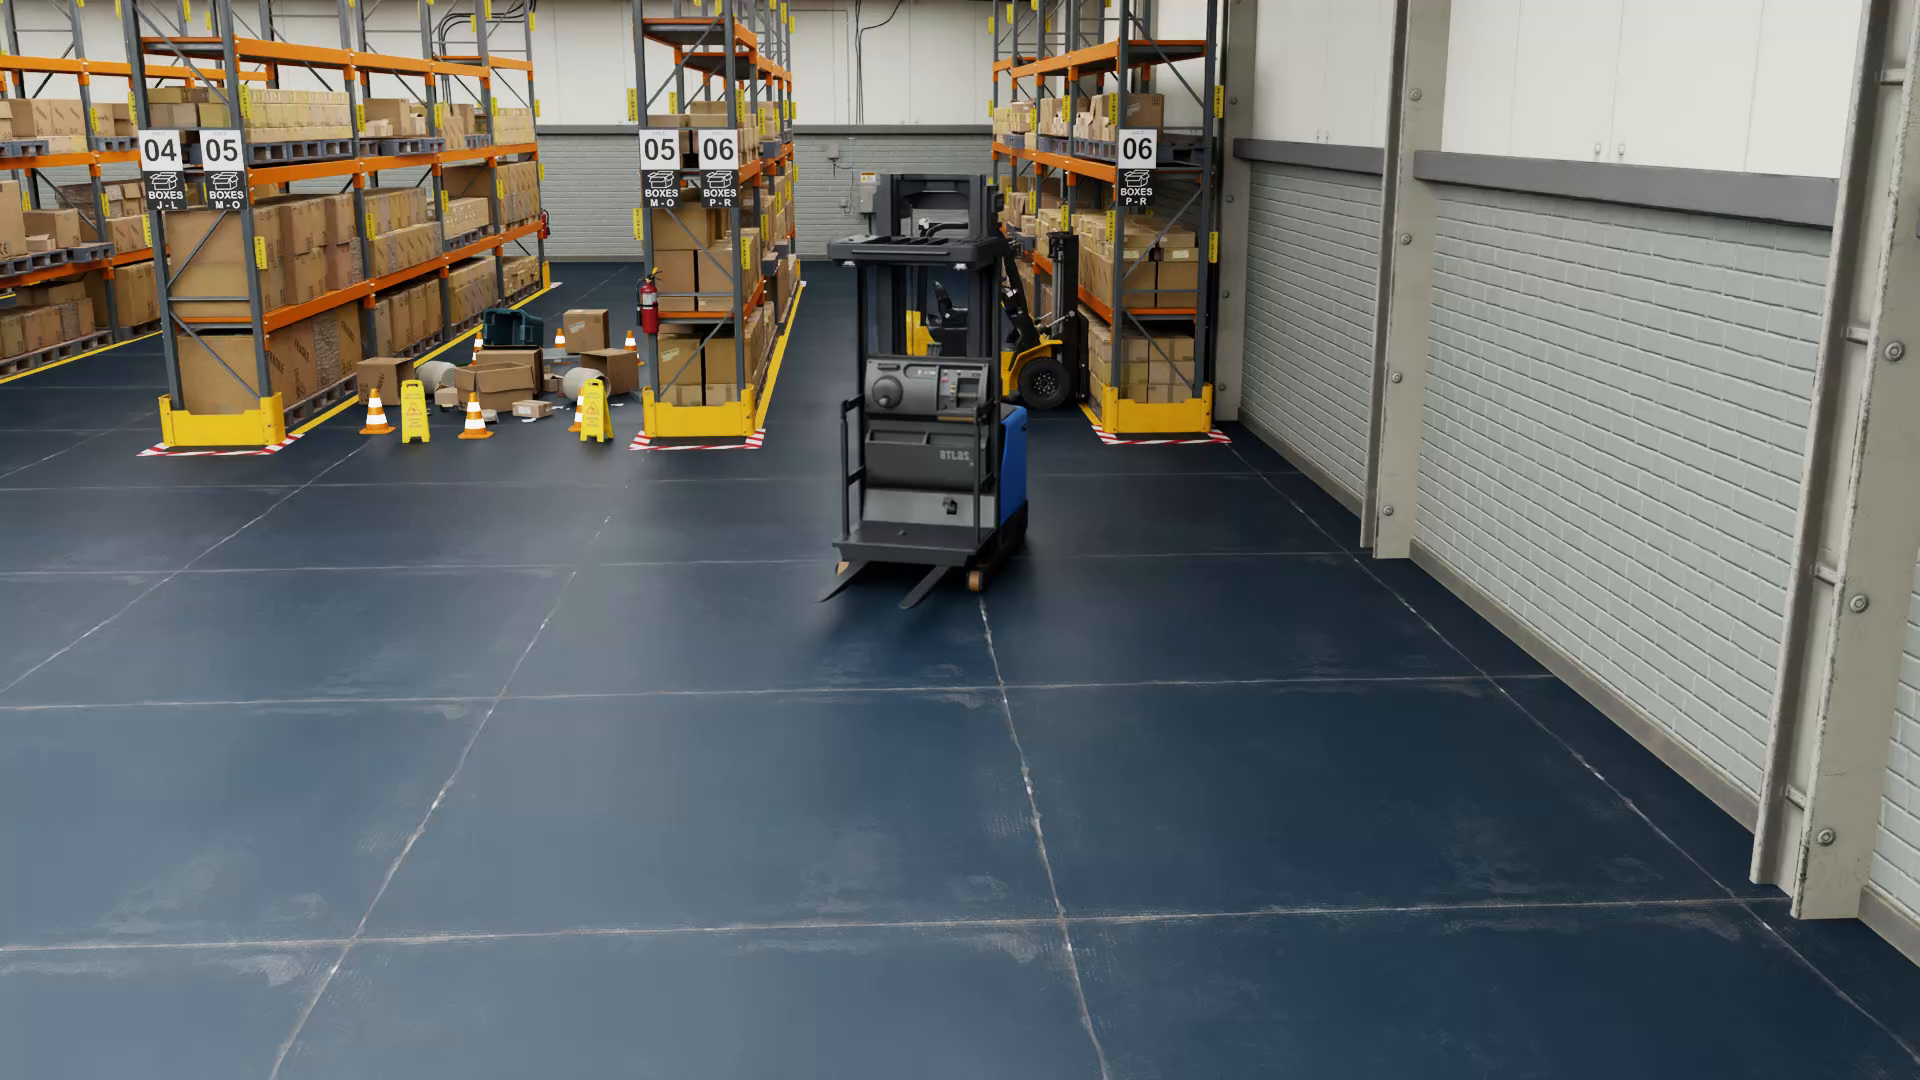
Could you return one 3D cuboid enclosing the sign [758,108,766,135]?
[{"bbox_3d":[-2.512,-5.297,21.036,0.100,0.325,0.005,-1,14,-3],"label":"sign"}]

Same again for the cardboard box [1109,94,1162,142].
[{"bbox_3d":[1.878,-4.525,17.831,0.500,0.500,0.500,0,14,-2],"label":"cardboard box"}]

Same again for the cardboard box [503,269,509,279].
[{"bbox_3d":[-8.256,-4.741,29.616,0.380,0.149,0.250,0,14,-1],"label":"cardboard box"}]

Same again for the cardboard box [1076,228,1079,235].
[{"bbox_3d":[1.675,-3.876,21.068,0.380,0.149,0.250,-1,14,-2],"label":"cardboard box"}]

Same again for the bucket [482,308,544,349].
[{"bbox_3d":[-5.678,-2.634,21.265,0.726,0.611,0.620,4,5,16],"label":"bucket"}]

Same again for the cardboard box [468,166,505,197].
[{"bbox_3d":[-8.268,-6.264,29.049,0.500,0.500,0.500,-1,14,-2],"label":"cardboard box"}]

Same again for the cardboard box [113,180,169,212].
[{"bbox_3d":[-13.361,-5.625,27.154,0.797,0.503,0.637,-1,14,-3],"label":"cardboard box"}]

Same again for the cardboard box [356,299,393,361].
[{"bbox_3d":[-8.116,-2.749,21.862,1.050,0.750,0.750,-1,14,-4],"label":"cardboard box"}]

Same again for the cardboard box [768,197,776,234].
[{"bbox_3d":[-2.953,-4.737,24.277,0.500,0.500,0.500,-1,14,-4],"label":"cardboard box"}]

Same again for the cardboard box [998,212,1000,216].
[{"bbox_3d":[0.982,-6.348,31.884,0.500,0.250,0.500,-1,14,-4],"label":"cardboard box"}]

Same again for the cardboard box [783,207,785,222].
[{"bbox_3d":[-3.241,-5.512,28.229,0.500,0.250,0.500,-1,14,-2],"label":"cardboard box"}]

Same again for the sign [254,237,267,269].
[{"bbox_3d":[-7.185,-2.952,17.083,0.100,0.325,0.005,-1,14,-3],"label":"sign"}]

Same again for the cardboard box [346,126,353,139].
[{"bbox_3d":[-7.646,-4.979,20.299,0.380,0.149,0.250,-1,14,-4],"label":"cardboard box"}]

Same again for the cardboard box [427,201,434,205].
[{"bbox_3d":[-8.852,-5.477,27.263,0.380,0.149,0.250,-1,14,-4],"label":"cardboard box"}]

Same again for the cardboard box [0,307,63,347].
[{"bbox_3d":[-13.042,-2.983,23.233,0.700,0.500,0.500,0,14,1],"label":"cardboard box"}]

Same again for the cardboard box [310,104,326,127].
[{"bbox_3d":[-7.641,-4.889,19.150,0.500,0.250,0.500,-1,14,-4],"label":"cardboard box"}]

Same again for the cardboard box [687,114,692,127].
[{"bbox_3d":[-3.097,-4.577,18.181,0.380,0.149,0.250,-1,14,-3],"label":"cardboard box"}]

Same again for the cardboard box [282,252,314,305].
[{"bbox_3d":[-7.773,-2.929,18.589,0.875,0.550,0.550,-1,14,-3],"label":"cardboard box"}]

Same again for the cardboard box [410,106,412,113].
[{"bbox_3d":[-8.567,-6.572,25.294,0.396,0.266,0.258,-1,14,-3],"label":"cardboard box"}]

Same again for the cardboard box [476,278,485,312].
[{"bbox_3d":[-8.127,-4.029,27.339,0.500,0.500,0.500,-1,14,-5],"label":"cardboard box"}]

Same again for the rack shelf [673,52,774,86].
[{"bbox_3d":[-3.177,-6.444,22.759,1.077,0.370,4.000,-1,14,-3],"label":"rack shelf"}]

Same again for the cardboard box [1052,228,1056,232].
[{"bbox_3d":[1.550,-4.204,23.143,0.500,0.250,0.500,-1,14,-2],"label":"cardboard box"}]

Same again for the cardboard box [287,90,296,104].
[{"bbox_3d":[-7.520,-4.860,18.237,0.380,0.149,0.250,-1,14,-4],"label":"cardboard box"}]

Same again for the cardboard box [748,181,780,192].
[{"bbox_3d":[-3.145,-5.489,26.635,0.500,0.500,0.500,0,14,-2],"label":"cardboard box"}]

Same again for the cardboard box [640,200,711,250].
[{"bbox_3d":[-3.055,-3.389,17.874,0.700,0.500,0.500,-1,14,-5],"label":"cardboard box"}]

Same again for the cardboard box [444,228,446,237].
[{"bbox_3d":[-8.062,-4.673,25.329,0.380,0.149,0.250,-1,14,-4],"label":"cardboard box"}]

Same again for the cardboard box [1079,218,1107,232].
[{"bbox_3d":[1.669,-3.891,20.531,0.380,0.149,0.250,-1,14,-2],"label":"cardboard box"}]

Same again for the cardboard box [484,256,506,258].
[{"bbox_3d":[-9.038,-5.442,32.340,0.380,0.149,0.250,-2,15,-6],"label":"cardboard box"}]

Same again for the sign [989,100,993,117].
[{"bbox_3d":[0.616,-8.513,32.819,0.100,0.325,0.005,-1,14,-3],"label":"sign"}]

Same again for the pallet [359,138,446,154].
[{"bbox_3d":[-8.143,-5.679,23.936,1.213,0.211,1.003,0,14,-1],"label":"pallet"}]

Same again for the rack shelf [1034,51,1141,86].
[{"bbox_3d":[1.777,-6.522,23.061,1.077,0.370,4.000,-1,14,-3],"label":"rack shelf"}]

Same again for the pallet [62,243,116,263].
[{"bbox_3d":[-13.042,-4.157,24.047,1.213,0.211,1.003,-1,14,-3],"label":"pallet"}]

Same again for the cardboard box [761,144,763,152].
[{"bbox_3d":[-3.049,-5.772,24.426,0.380,0.149,0.250,-1,14,-3],"label":"cardboard box"}]

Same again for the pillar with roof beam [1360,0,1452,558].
[{"bbox_3d":[-0.920,-4.200,11.791,9.100,9.000,0.400,-1,14,-3],"label":"pillar with roof beam"}]

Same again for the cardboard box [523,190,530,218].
[{"bbox_3d":[-8.379,-6.297,31.182,0.500,0.500,0.500,-1,14,-3],"label":"cardboard box"}]

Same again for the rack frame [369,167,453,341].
[{"bbox_3d":[-8.235,-4.477,24.906,1.000,3.000,0.127,-1,14,-3],"label":"rack frame"}]

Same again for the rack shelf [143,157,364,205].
[{"bbox_3d":[-7.864,-4.089,18.822,1.077,0.370,4.000,-1,14,-3],"label":"rack shelf"}]

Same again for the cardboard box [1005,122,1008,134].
[{"bbox_3d":[1.082,-7.420,30.029,0.500,0.250,0.500,-1,14,-5],"label":"cardboard box"}]

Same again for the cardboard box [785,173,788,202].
[{"bbox_3d":[-3.362,-6.354,29.993,0.500,0.500,0.500,-1,14,-4],"label":"cardboard box"}]

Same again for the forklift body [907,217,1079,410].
[{"bbox_3d":[0.210,-2.699,19.698,2.313,2.155,1.214,-1,14,-3],"label":"forklift body"}]

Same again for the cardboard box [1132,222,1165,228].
[{"bbox_3d":[2.254,-3.710,19.828,0.380,0.149,0.250,0,14,-2],"label":"cardboard box"}]

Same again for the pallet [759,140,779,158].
[{"bbox_3d":[-2.985,-5.100,21.687,1.213,0.211,1.003,-1,14,-3],"label":"pallet"}]

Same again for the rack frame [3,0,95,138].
[{"bbox_3d":[-13.192,-7.331,23.958,1.000,3.000,0.127,-1,14,-3],"label":"rack frame"}]

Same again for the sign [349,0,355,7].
[{"bbox_3d":[-8.776,-7.862,23.990,0.100,0.325,0.005,-1,14,-3],"label":"sign"}]

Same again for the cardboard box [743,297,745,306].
[{"bbox_3d":[-2.585,-2.684,18.444,0.380,0.149,0.250,-1,14,-5],"label":"cardboard box"}]

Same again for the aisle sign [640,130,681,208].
[{"bbox_3d":[-3.091,-3.828,17.166,0.394,0.787,0.004,-1,14,-3],"label":"aisle sign"}]

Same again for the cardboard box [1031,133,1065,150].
[{"bbox_3d":[1.379,-6.160,25.728,0.500,0.250,0.500,-1,14,-5],"label":"cardboard box"}]

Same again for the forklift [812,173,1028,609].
[{"bbox_3d":[-0.295,-1.143,12.087,1.130,2.935,3.031,4,15,14],"label":"forklift"}]

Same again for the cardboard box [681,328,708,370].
[{"bbox_3d":[-3.151,-2.149,19.028,0.500,0.500,0.500,0,14,-1],"label":"cardboard box"}]

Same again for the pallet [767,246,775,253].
[{"bbox_3d":[-3.138,-3.994,23.413,1.003,0.211,1.213,-1,14,-3],"label":"pallet"}]

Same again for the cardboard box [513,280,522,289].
[{"bbox_3d":[-8.306,-4.712,30.698,0.380,0.149,0.250,-1,14,-5],"label":"cardboard box"}]

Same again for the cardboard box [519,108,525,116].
[{"bbox_3d":[-8.359,-8.013,31.127,0.380,0.149,0.250,-1,14,-3],"label":"cardboard box"}]

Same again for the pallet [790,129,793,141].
[{"bbox_3d":[-3.740,-7.793,31.954,1.003,0.211,1.213,-1,14,-3],"label":"pallet"}]
